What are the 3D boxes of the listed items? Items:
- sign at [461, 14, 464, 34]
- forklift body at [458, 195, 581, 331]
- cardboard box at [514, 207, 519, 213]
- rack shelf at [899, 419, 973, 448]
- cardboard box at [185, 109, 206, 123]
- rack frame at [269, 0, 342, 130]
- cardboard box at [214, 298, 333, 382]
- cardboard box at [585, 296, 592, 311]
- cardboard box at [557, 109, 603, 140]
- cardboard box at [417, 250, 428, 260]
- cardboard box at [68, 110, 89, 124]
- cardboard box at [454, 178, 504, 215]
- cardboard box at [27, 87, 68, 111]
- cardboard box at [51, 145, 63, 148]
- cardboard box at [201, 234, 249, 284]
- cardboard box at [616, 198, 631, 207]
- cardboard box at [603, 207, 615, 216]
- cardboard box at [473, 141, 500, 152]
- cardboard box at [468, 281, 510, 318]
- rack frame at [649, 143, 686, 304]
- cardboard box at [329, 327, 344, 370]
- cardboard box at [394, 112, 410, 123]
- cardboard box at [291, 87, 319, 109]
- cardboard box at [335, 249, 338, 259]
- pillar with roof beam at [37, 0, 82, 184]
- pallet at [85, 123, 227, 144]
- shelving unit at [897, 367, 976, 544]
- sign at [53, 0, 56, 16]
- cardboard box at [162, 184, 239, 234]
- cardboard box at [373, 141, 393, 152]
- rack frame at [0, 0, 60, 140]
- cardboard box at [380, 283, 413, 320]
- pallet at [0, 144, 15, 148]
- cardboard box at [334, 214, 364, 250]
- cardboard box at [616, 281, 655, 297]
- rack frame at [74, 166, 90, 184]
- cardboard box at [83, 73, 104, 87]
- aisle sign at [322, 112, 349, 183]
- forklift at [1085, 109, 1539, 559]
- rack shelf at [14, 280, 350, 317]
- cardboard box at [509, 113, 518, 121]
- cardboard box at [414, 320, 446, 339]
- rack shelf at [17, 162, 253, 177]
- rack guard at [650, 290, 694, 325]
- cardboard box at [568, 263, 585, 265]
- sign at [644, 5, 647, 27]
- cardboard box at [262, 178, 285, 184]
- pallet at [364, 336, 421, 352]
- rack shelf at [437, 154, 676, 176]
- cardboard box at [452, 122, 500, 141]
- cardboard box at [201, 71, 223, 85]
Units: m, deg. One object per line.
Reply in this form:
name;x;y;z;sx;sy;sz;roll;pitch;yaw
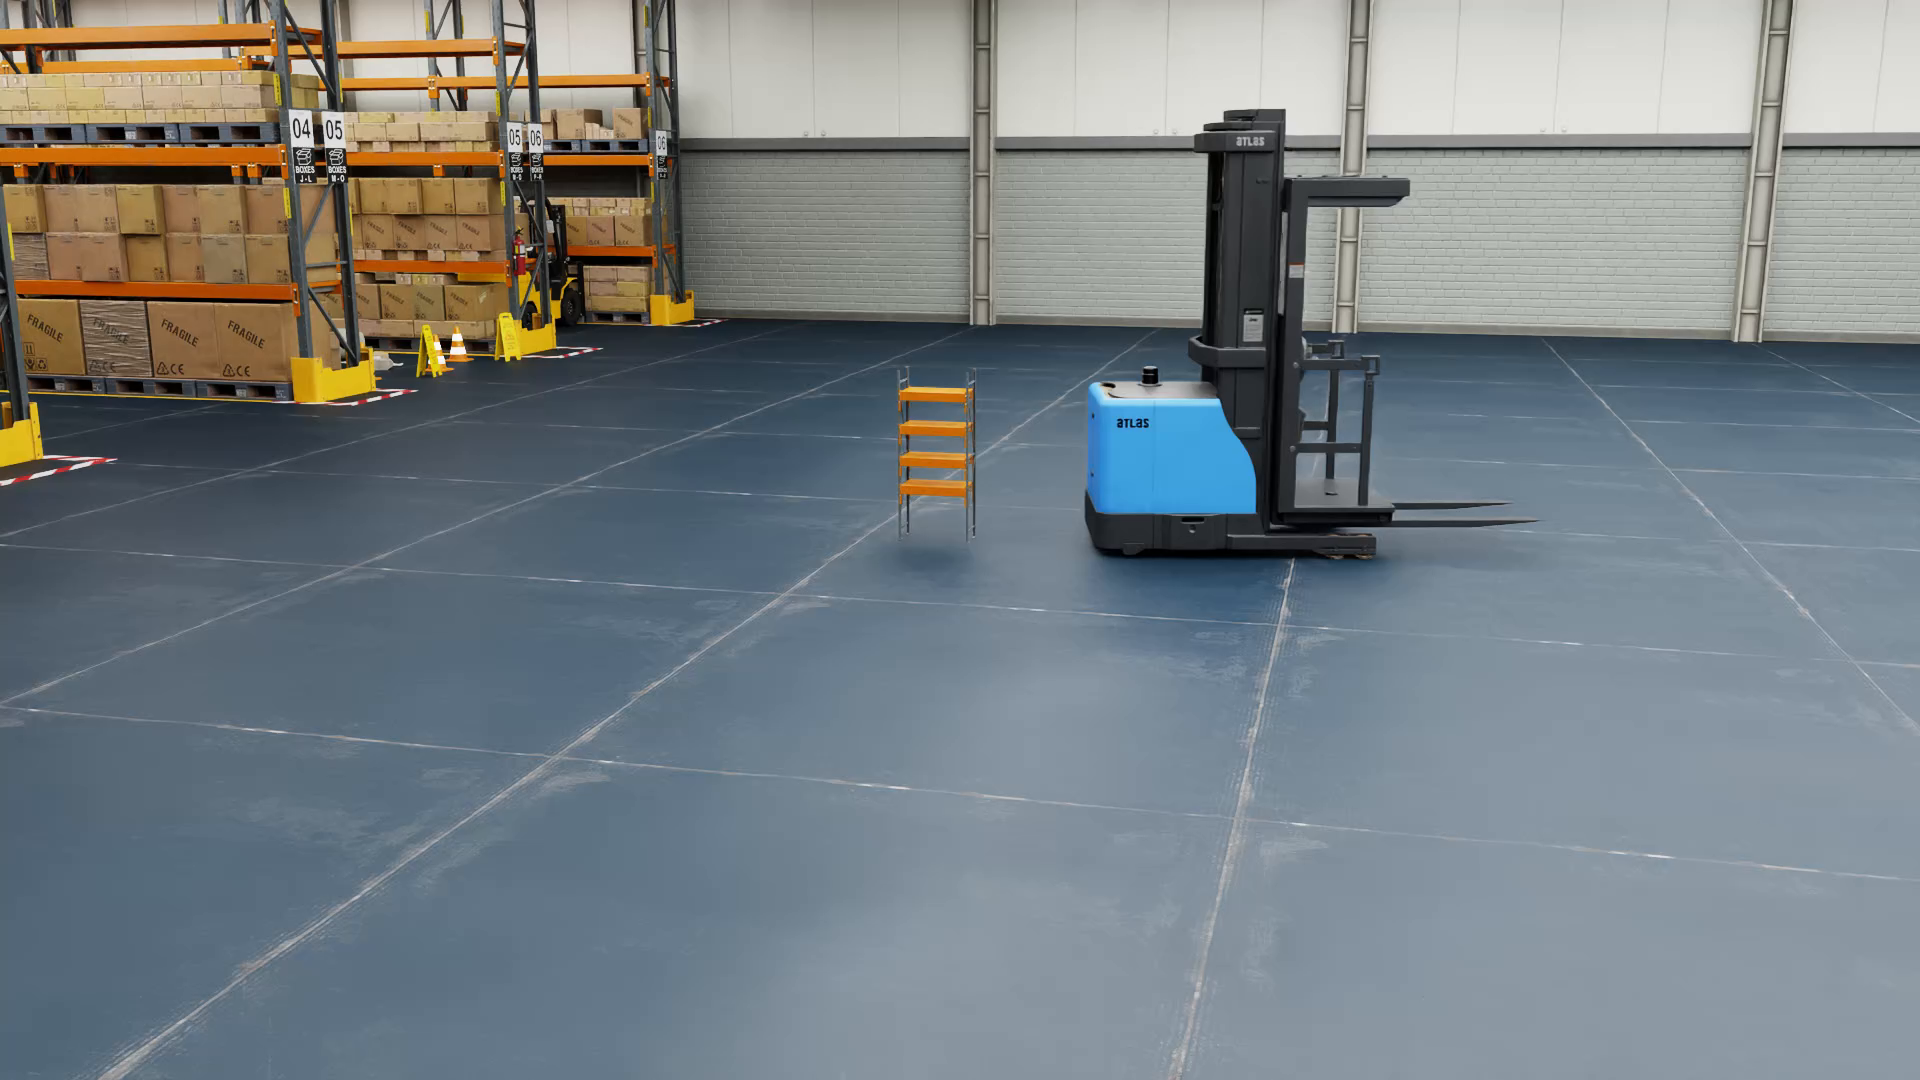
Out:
sign;-8.700;-9.009;29.042;0.005;0.325;0.100;3;13;14
forklift body;-7.251;-4.524;27.161;1.214;2.155;2.313;3;13;14
cardboard box;-7.623;-5.662;28.601;0.250;0.149;0.380;3;13;13
rack shelf;-0.161;-0.747;11.609;0.480;0.148;0.258;3;13;14
cardboard box;-8.390;-4.715;18.515;0.250;0.149;0.380;3;13;14
rack frame;-7.247;-6.063;18.284;0.127;3.000;1.000;3;13;14
cardboard box;-7.921;-2.323;19.214;0.875;0.875;0.875;3;13;14
cardboard box;-6.469;-4.100;28.668;0.500;0.250;0.500;3;13;14
cardboard box;-6.432;-7.037;28.169;0.500;0.500;0.700;3;13;14
cardboard box;-7.562;-4.089;23.820;0.250;0.149;0.380;3;13;14
cardboard box;-9.870;-4.794;18.871;0.250;0.149;0.380;3;13;13
cardboard box;-6.707;-4.843;23.410;0.500;0.500;0.700;3;13;12
cardboard box;-10.232;-5.021;18.975;0.500;0.250;0.500;3;13;13
cardboard box;-13.413;-5.929;24.915;0.258;0.266;0.396;3;13;14
cardboard box;-8.157;-3.241;19.069;0.550;0.550;0.875;3;13;14
cardboard box;-5.618;-5.715;28.153;0.250;0.149;0.380;3;13;14
cardboard box;-5.870;-5.582;28.239;0.250;0.149;0.380;3;13;15
cardboard box;-6.572;-5.481;23.169;0.250;0.149;0.380;3;13;14
cardboard box;-6.899;-3.510;24.276;0.500;0.500;0.500;3;13;12
rack frame;-4.973;-5.224;28.354;0.127;3.000;1.000;3;13;14
cardboard box;-8.471;-2.520;21.930;0.637;0.503;0.797;-6;14;-25
cardboard box;-7.769;-5.955;23.461;0.250;0.149;0.380;3;13;12
cardboard box;-7.654;-5.003;18.892;0.500;0.250;0.500;3;13;13
cardboard box;-9.059;-4.151;24.100;0.250;0.149;0.380;3;13;15
pillar with roof beam;-18.115;-8.096;27.448;0.400;9.000;9.100;3;13;14
pallet;-9.158;-4.654;19.065;1.213;0.211;1.003;3;13;14
shelving unit;-0.161;-0.594;11.643;0.503;1.200;0.258;3;13;14
sign;-13.805;-8.133;25.277;0.005;0.325;0.100;3;13;14
cardboard box;-8.665;-3.828;19.225;0.550;0.550;0.875;3;13;14
cardboard box;-8.074;-5.552;23.486;0.250;0.149;0.380;3;13;13
rack frame;-13.926;-7.524;24.870;0.127;3.000;1.000;3;13;14
cardboard box;-7.995;-3.450;24.004;0.500;0.500;0.500;3;13;12
pallet;-12.032;-4.750;19.733;1.217;0.209;0.805;3;13;11
cardboard box;-8.705;-4.450;23.949;0.500;0.500;0.500;3;13;13
cardboard box;-5.521;-4.290;28.370;0.500;0.250;0.500;3;13;13
rack frame;-16.624;-5.847;31.161;0.127;3.000;1.000;3;13;14
cardboard box;-9.622;-5.170;18.725;0.250;0.149;0.380;3;13;13
aisle sign;-7.106;-4.462;18.920;0.004;0.787;0.394;3;13;14
forklift;2.422;-1.417;11.352;3.031;2.935;1.130;0;13;0
rack shelf;-9.189;-2.886;19.479;4.000;0.370;1.077;3;13;14
cardboard box;-6.455;-5.972;23.541;0.250;0.149;0.380;3;13;13
cardboard box;-7.509;-3.057;23.964;0.500;0.250;0.500;3;13;14
rack shelf;-11.984;-5.605;24.805;4.000;0.370;1.077;3;13;14
rack guard;-4.950;-4.002;28.619;0.348;0.500;1.175;3;13;14
cardboard box;-6.859;-4.721;29.157;0.500;0.250;0.500;3;13;12
sign;-5.117;-8.534;27.084;0.005;0.325;0.100;3;13;14
cardboard box;-9.667;-5.001;24.125;0.500;0.500;0.700;3;13;13
pallet;-8.194;-2.936;24.479;1.213;0.211;1.003;3;13;14
rack shelf;-6.915;-6.441;28.575;4.000;0.370;1.077;3;13;14
cardboard box;-6.720;-5.686;23.172;0.500;0.250;0.500;3;13;13
cardboard box;-8.146;-5.091;18.370;0.250;0.149;0.380;3;13;14
